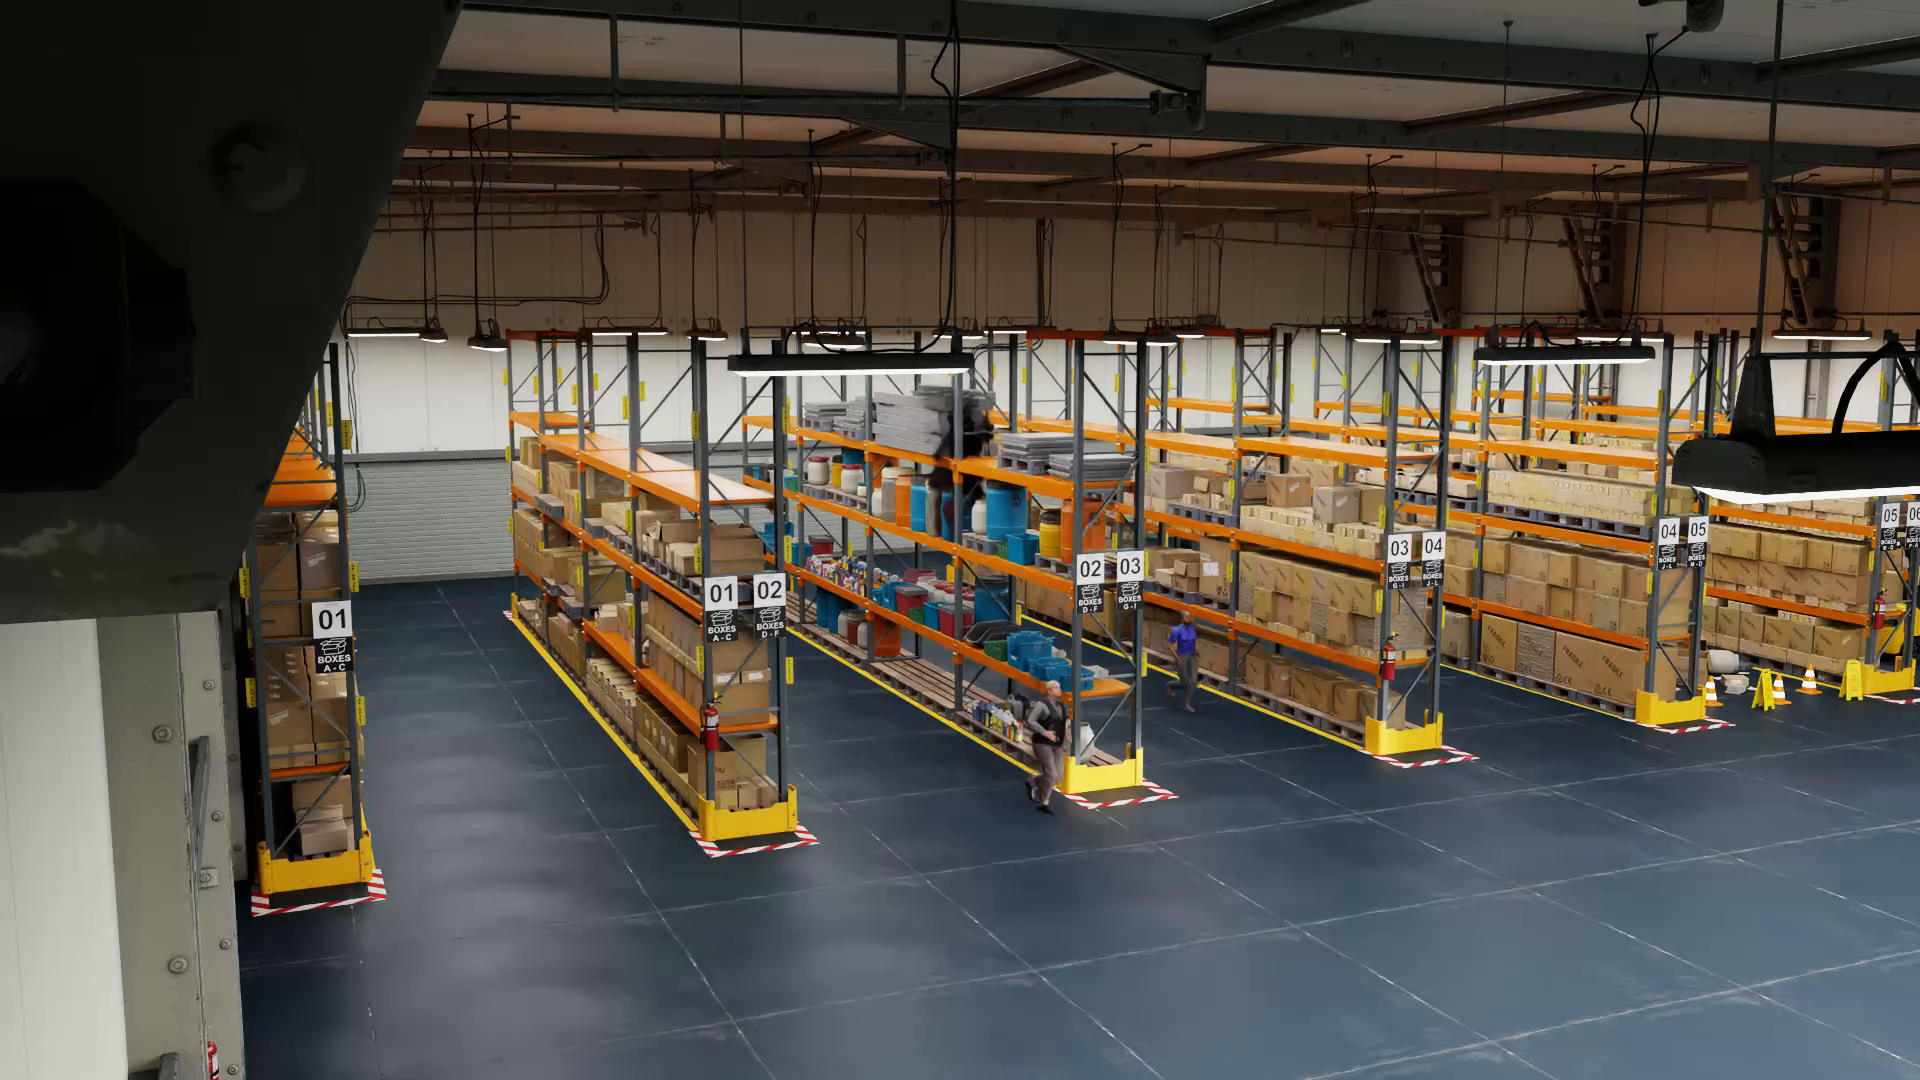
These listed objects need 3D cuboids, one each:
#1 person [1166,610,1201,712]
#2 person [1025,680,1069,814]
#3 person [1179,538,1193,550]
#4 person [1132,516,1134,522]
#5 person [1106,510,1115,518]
[{"bbox_3d":[3.591,1.920,26.708,0.581,1.617,0.592,-4,9,-27],"label":"person"},{"bbox_3d":[1.127,2.625,21.345,0.639,1.672,0.689,7,11,44],"label":"person"},{"bbox_3d":[5.736,-0.109,41.730,0.585,1.535,0.632,4,9,28],"label":"person"},{"bbox_3d":[4.467,-0.161,41.694,0.596,1.708,0.682,-5,9,-34],"label":"person"},{"bbox_3d":[3.769,-0.130,41.398,0.574,1.685,0.772,-4,9,-26],"label":"person"}]
